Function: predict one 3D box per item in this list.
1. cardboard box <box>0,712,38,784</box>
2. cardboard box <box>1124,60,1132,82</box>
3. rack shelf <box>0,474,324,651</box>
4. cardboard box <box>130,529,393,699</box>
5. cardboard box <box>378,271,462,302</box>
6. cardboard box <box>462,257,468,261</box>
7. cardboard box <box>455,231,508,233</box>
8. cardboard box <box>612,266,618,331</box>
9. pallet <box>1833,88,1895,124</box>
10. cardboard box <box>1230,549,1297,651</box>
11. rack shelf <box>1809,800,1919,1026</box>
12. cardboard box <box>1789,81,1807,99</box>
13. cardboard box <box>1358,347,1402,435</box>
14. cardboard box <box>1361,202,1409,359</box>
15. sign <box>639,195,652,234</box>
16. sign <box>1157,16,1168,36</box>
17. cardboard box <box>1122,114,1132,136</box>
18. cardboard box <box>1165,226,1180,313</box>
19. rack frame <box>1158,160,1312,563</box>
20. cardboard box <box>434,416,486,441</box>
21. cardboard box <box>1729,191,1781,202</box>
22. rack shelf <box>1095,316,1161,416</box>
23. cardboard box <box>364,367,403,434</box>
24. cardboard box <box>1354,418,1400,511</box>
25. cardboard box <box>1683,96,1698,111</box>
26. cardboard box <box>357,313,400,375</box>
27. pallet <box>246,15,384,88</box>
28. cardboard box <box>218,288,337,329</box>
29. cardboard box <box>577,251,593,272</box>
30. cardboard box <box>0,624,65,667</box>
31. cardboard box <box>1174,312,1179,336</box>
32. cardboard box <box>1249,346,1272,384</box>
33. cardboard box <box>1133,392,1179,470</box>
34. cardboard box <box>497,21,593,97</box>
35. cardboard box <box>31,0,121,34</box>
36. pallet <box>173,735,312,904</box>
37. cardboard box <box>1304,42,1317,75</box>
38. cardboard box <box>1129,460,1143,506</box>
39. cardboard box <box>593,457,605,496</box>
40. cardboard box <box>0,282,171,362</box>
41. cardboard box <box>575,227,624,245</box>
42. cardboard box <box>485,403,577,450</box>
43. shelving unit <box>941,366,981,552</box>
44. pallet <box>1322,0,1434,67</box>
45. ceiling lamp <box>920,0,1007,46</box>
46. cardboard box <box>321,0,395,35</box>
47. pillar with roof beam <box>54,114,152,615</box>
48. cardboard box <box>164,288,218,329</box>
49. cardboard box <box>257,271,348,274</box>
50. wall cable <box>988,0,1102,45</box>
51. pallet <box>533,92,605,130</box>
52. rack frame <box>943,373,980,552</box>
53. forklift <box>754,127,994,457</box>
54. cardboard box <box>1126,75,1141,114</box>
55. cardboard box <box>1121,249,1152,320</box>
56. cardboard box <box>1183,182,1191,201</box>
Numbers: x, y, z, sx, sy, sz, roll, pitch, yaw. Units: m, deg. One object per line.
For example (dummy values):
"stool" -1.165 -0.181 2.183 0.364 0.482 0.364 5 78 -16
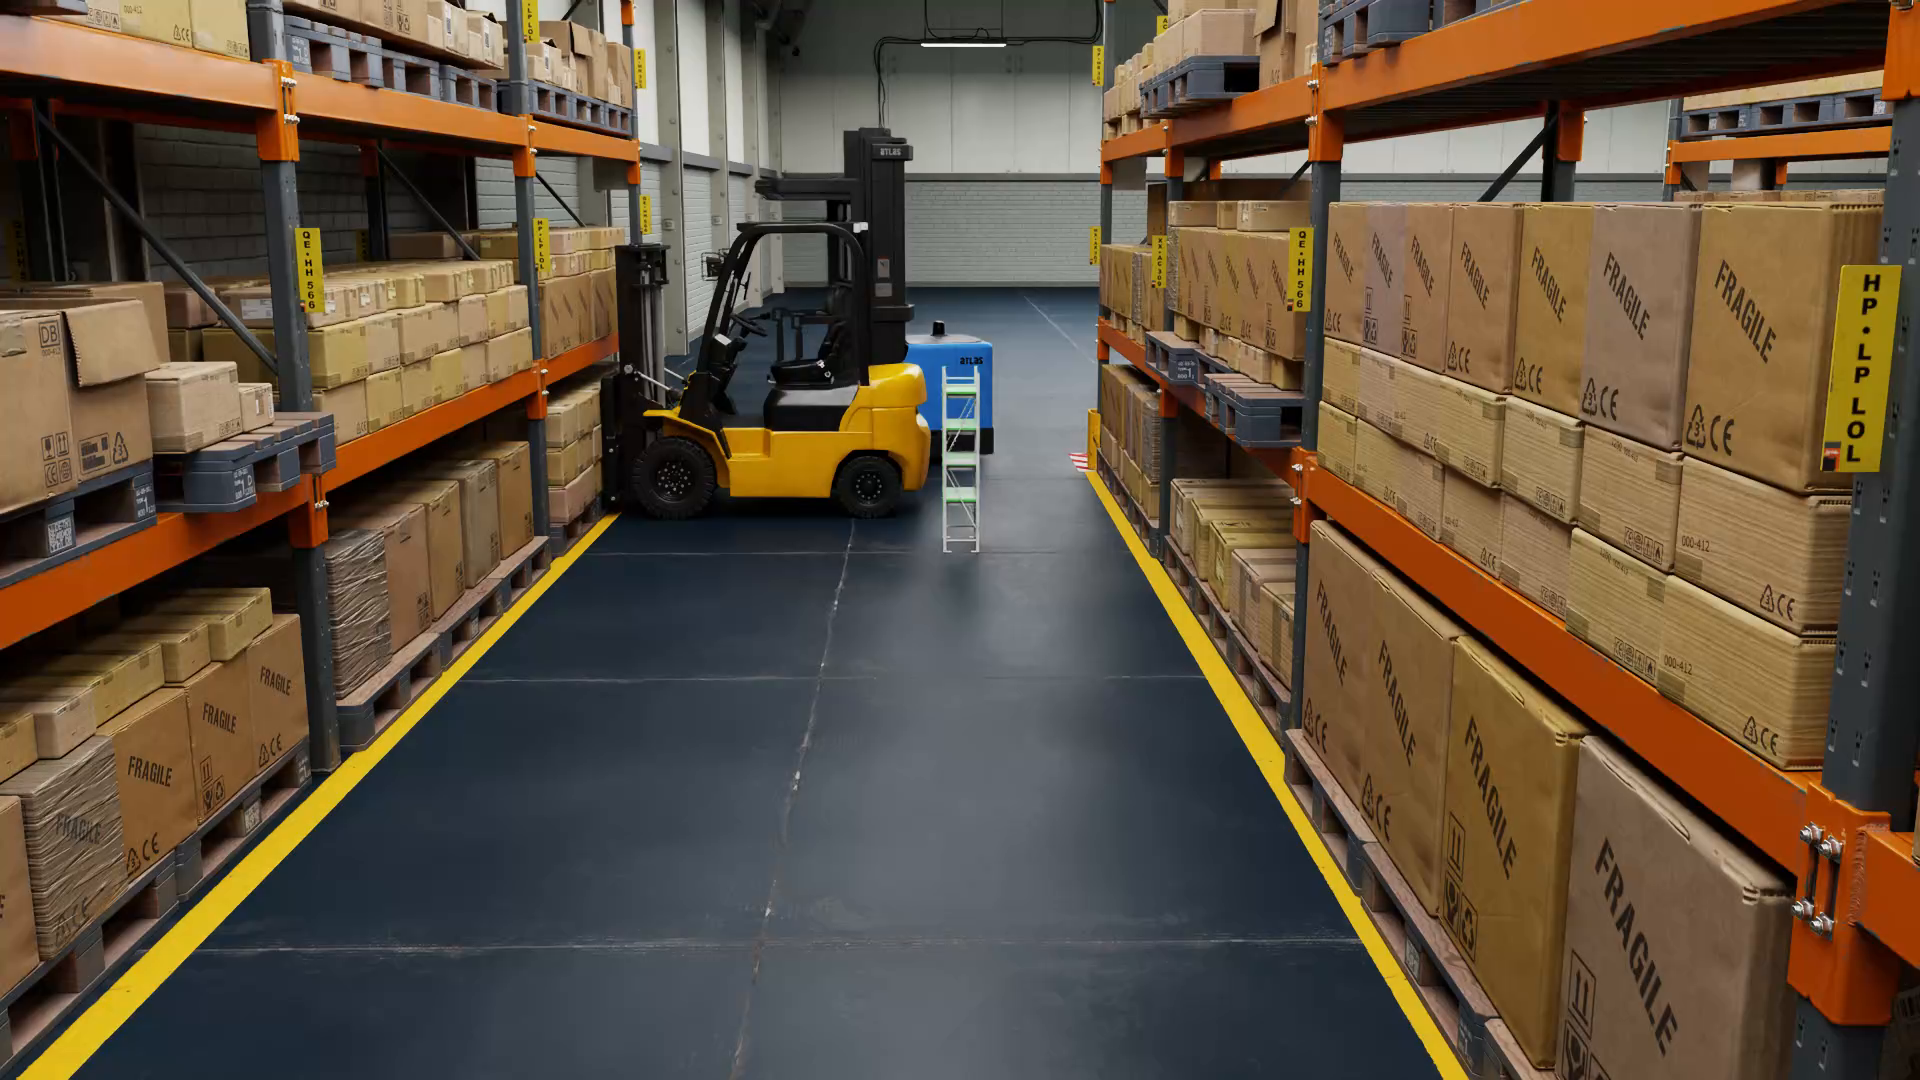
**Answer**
"cardboard box" -2.861 0.593 4.689 0.380 0.149 0.250 0 11 -1
"cardboard box" 1.443 -3.544 12.567 0.380 0.149 0.250 0 11 0
"rack shelf" -3.037 0.232 4.679 1.077 0.370 4.000 0 11 -1
"cardboard box" -3.077 0.316 7.373 0.875 0.625 0.625 0 11 1
"cardboard box" -2.793 -1.307 8.573 0.380 0.149 0.250 -1 11 -3
"cardboard box" -3.464 -1.792 10.967 0.380 0.149 0.250 -1 11 -3
"cardboard box" -3.463 -2.143 11.945 0.380 0.149 0.250 0 11 -2
"cardboard box" -2.969 -1.957 13.411 0.500 0.500 0.500 0 11 1
"pallet" 6.742 -2.964 11.303 1.003 0.211 1.213 0 11 -1
"cardboard box" 1.860 0.284 8.168 0.950 0.372 0.625 0 11 -2
"rack shelf" 2.009 1.006 0.864 1.077 0.370 4.000 0 11 -1
"cardboard box" 6.389 -3.351 12.311 0.380 0.149 0.250 0 11 -1
"cardboard box" 1.658 -0.506 5.629 0.500 0.250 0.500 0 11 0
"cardboard box" 1.670 -0.880 5.588 0.500 0.500 0.500 0 11 -1
"sign" -2.700 -2.791 14.265 0.100 0.325 0.005 0 11 -1
"sign" 1.260 -3.054 10.223 0.100 0.325 0.005 0 11 -1
"cardboard box" 1.432 -3.152 12.640 0.380 0.149 0.250 0 11 -1
"cardboard box" 1.525 -1.640 10.045 0.500 0.500 0.500 0 11 0
"rack frame" 1.802 -1.334 10.591 1.000 3.000 0.127 0 11 -1
"cardboard box" -3.364 -0.758 11.097 0.500 0.250 0.500 0 11 0
"cardboard box" 6.614 -2.478 13.135 0.875 0.550 0.550 0 11 -1
"rack shelf" 1.761 -1.379 12.622 1.077 0.370 4.000 0 11 -1
"cardboard box" -2.848 -0.634 7.515 0.500 0.250 0.500 0 11 -2
"cardboard box" 1.672 -0.265 5.699 0.500 0.250 0.500 -1 11 -3
"cardboard box" 6.353 -3.702 14.042 0.380 0.149 0.250 0 11 -1
"cardboard box" -2.852 -0.878 7.463 0.500 0.250 0.500 0 11 1
"pallet" -3.181 -2.030 6.951 1.213 0.211 1.003 0 11 1
"cardboard box" -2.790 -0.949 6.811 0.380 0.149 0.250 0 11 1
"cardboard box" -2.916 -2.052 12.246 0.380 0.149 0.250 0 11 -2
"cardboard box" -3.315 0.390 5.690 0.380 0.149 0.250 0 11 0
"cardboard box" 1.498 -1.306 10.026 0.380 0.149 0.250 0 11 0
"cardboard box" 1.515 -0.789 7.479 0.380 0.149 0.250 0 11 -2
"cardboard box" 1.509 -0.778 11.821 0.500 0.500 0.500 0 11 0
"cardboard box" -3.095 -3.476 12.038 0.797 0.503 0.637 0 11 1
"cardboard box" -2.803 -1.614 4.804 0.500 0.250 0.500 0 11 -1
"pallet" -3.100 0.997 6.113 1.003 0.211 1.213 0 11 -1
"cardboard box" 1.655 -1.997 6.946 0.380 0.149 0.250 0 11 -1
"cardboard box" 1.500 -0.415 11.918 0.500 0.250 0.500 -1 11 -3
"cardboard box" -2.892 -0.472 12.200 0.500 0.250 0.500 0 11 0
"cardboard box" -3.224 -0.670 6.008 0.500 0.500 0.500 0 11 2
"cardboard box" -2.989 -2.502 13.714 0.380 0.149 0.250 0 11 -1
"cardboard box" -2.857 -0.759 11.099 0.500 0.250 0.500 0 11 -2
"shelving unit" 0.003 -0.555 11.278 0.258 1.200 0.503 0 11 -1
"pallet" 1.951 -1.789 5.763 1.213 0.211 1.003 0 11 1
"ceiling lamp" 0.079 -12.982 38.234 2.000 3.185 0.800 0 11 -1
"cardboard box" -2.960 -2.537 7.415 0.700 0.500 0.500 0 11 -2
"pillar with roof beam" 0.298 -3.731 7.317 9.100 9.000 0.400 0 11 -1
"cardboard box" -3.287 -0.949 6.808 0.380 0.149 0.250 0 11 1
"cardboard box" -3.383 -1.306 8.569 0.380 0.149 0.250 0 11 -1
"wall cable" 2.310 -14.667 44.889 3.097 2.526 0.112 0 11 -1
"pallet" -3.226 -3.151 12.225 1.003 0.211 1.213 0 11 -1
"rack frame" 0.008 -0.507 11.039 0.240 1.200 0.015 0 11 -1
"forklift" -1.270 -2.162 14.845 3.031 2.935 1.130 -3 12 -15
"cardboard box" 1.490 -3.266 12.198 0.500 0.250 0.500 0 11 0
"cardboard box" 1.496 -1.924 12.496 0.500 0.500 0.500 0 11 -2
"cardboard box" 1.936 -2.412 12.390 0.700 0.500 0.500 0 11 -2
